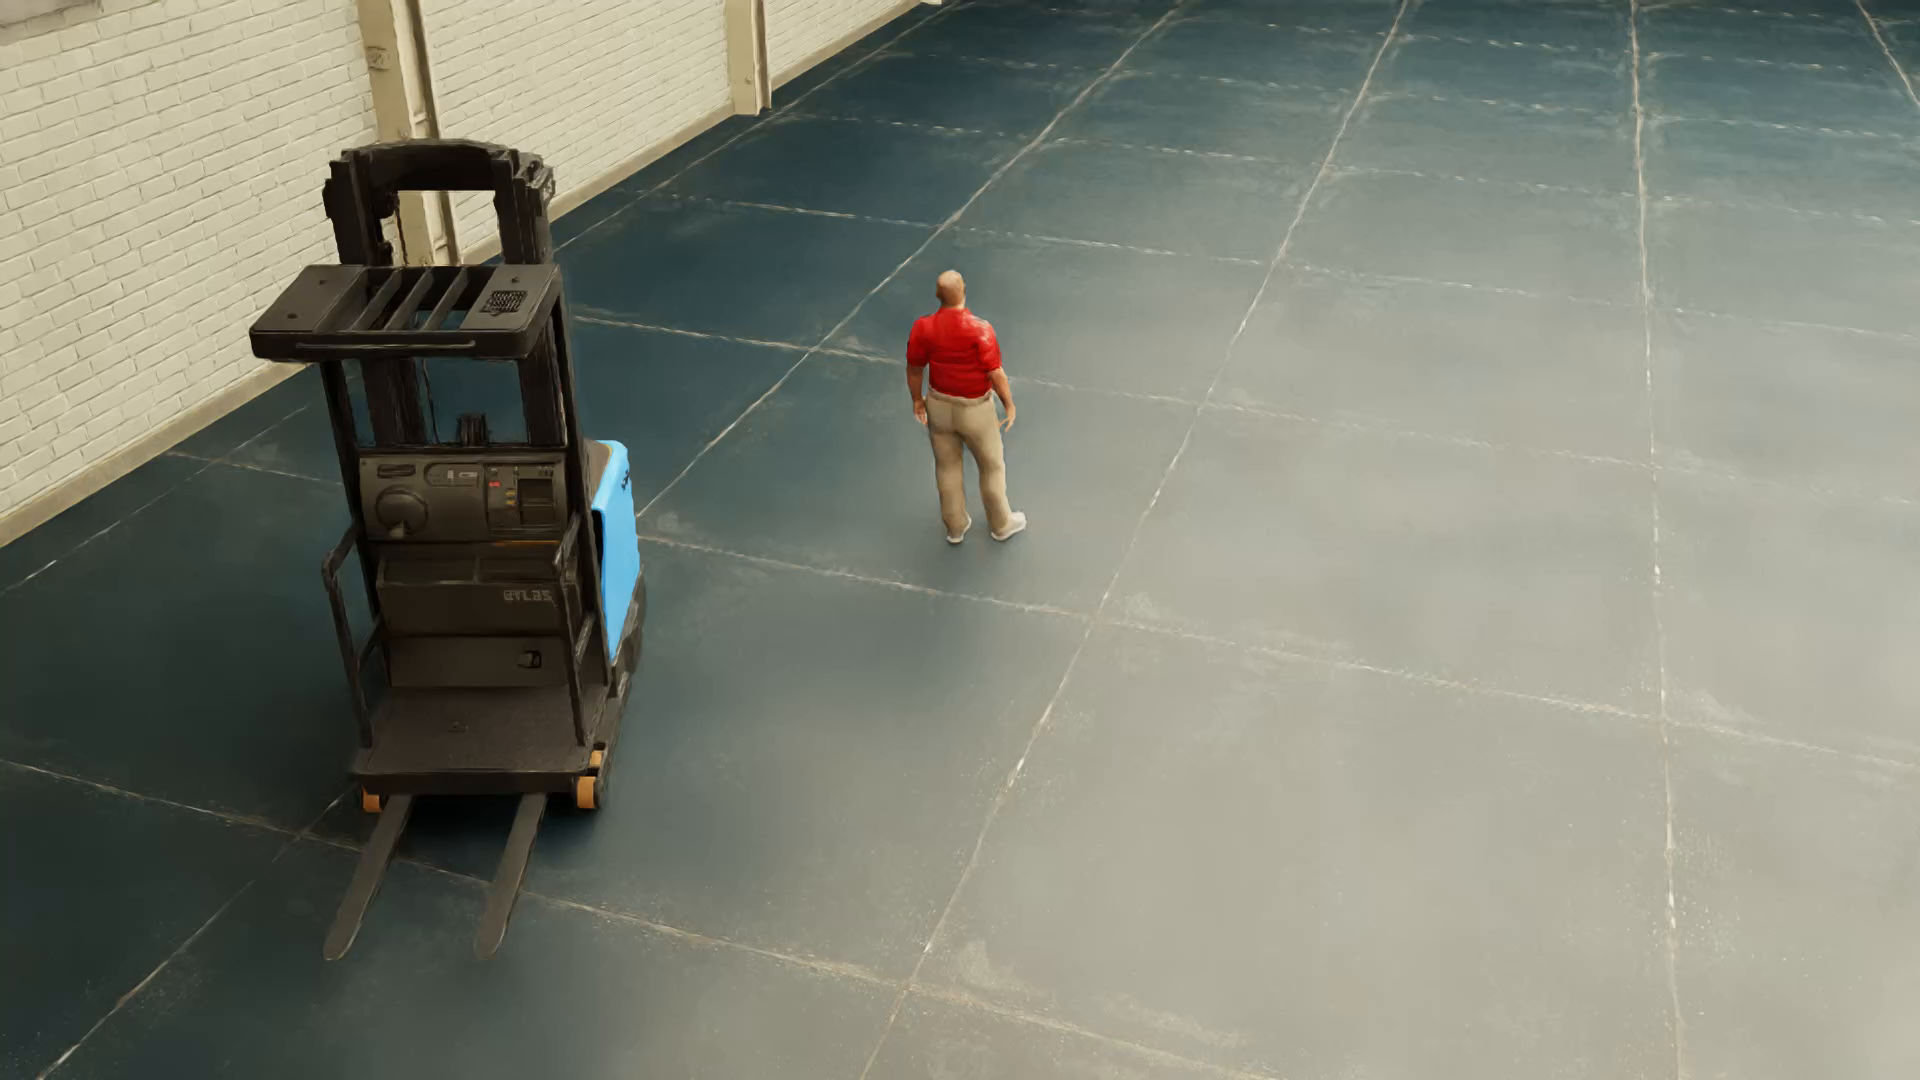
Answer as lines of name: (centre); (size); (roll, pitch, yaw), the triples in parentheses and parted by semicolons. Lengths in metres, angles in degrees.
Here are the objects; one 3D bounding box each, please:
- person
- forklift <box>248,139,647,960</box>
person: (0.040, -0.797, 9.735); (0.640, 1.726, 0.550); (10, 31, 16)
forklift: (-2.254, -0.147, 7.395); (1.130, 2.935, 3.031); (-1, 30, -1)
